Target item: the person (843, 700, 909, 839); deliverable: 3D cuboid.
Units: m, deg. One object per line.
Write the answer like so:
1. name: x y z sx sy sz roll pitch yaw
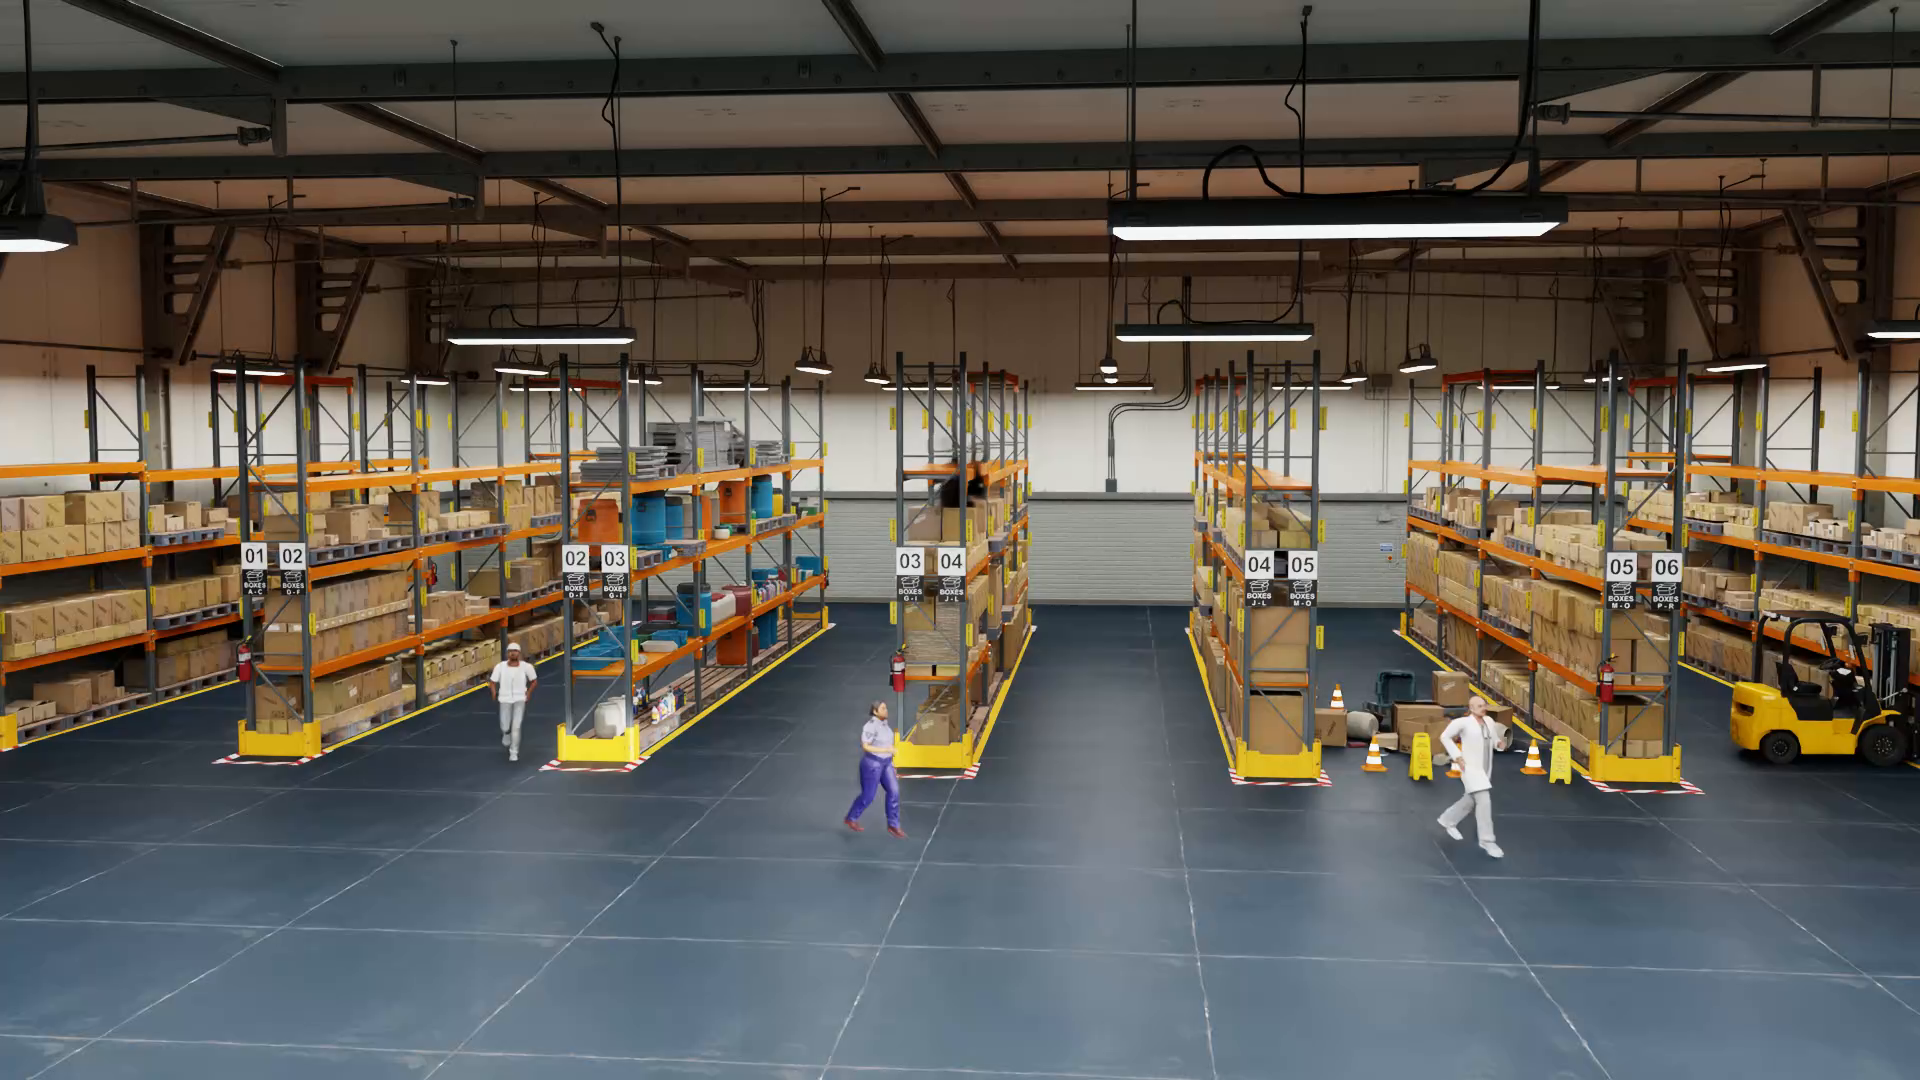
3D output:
1. person: -1.033 2.764 20.046 0.814 1.693 0.594 2 5 30

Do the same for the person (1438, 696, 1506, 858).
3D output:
1. person: 6.042 2.723 19.517 0.680 1.814 0.980 -3 5 -34

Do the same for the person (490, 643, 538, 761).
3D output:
1. person: -6.643 2.387 24.767 0.695 1.717 0.728 -1 4 -13
